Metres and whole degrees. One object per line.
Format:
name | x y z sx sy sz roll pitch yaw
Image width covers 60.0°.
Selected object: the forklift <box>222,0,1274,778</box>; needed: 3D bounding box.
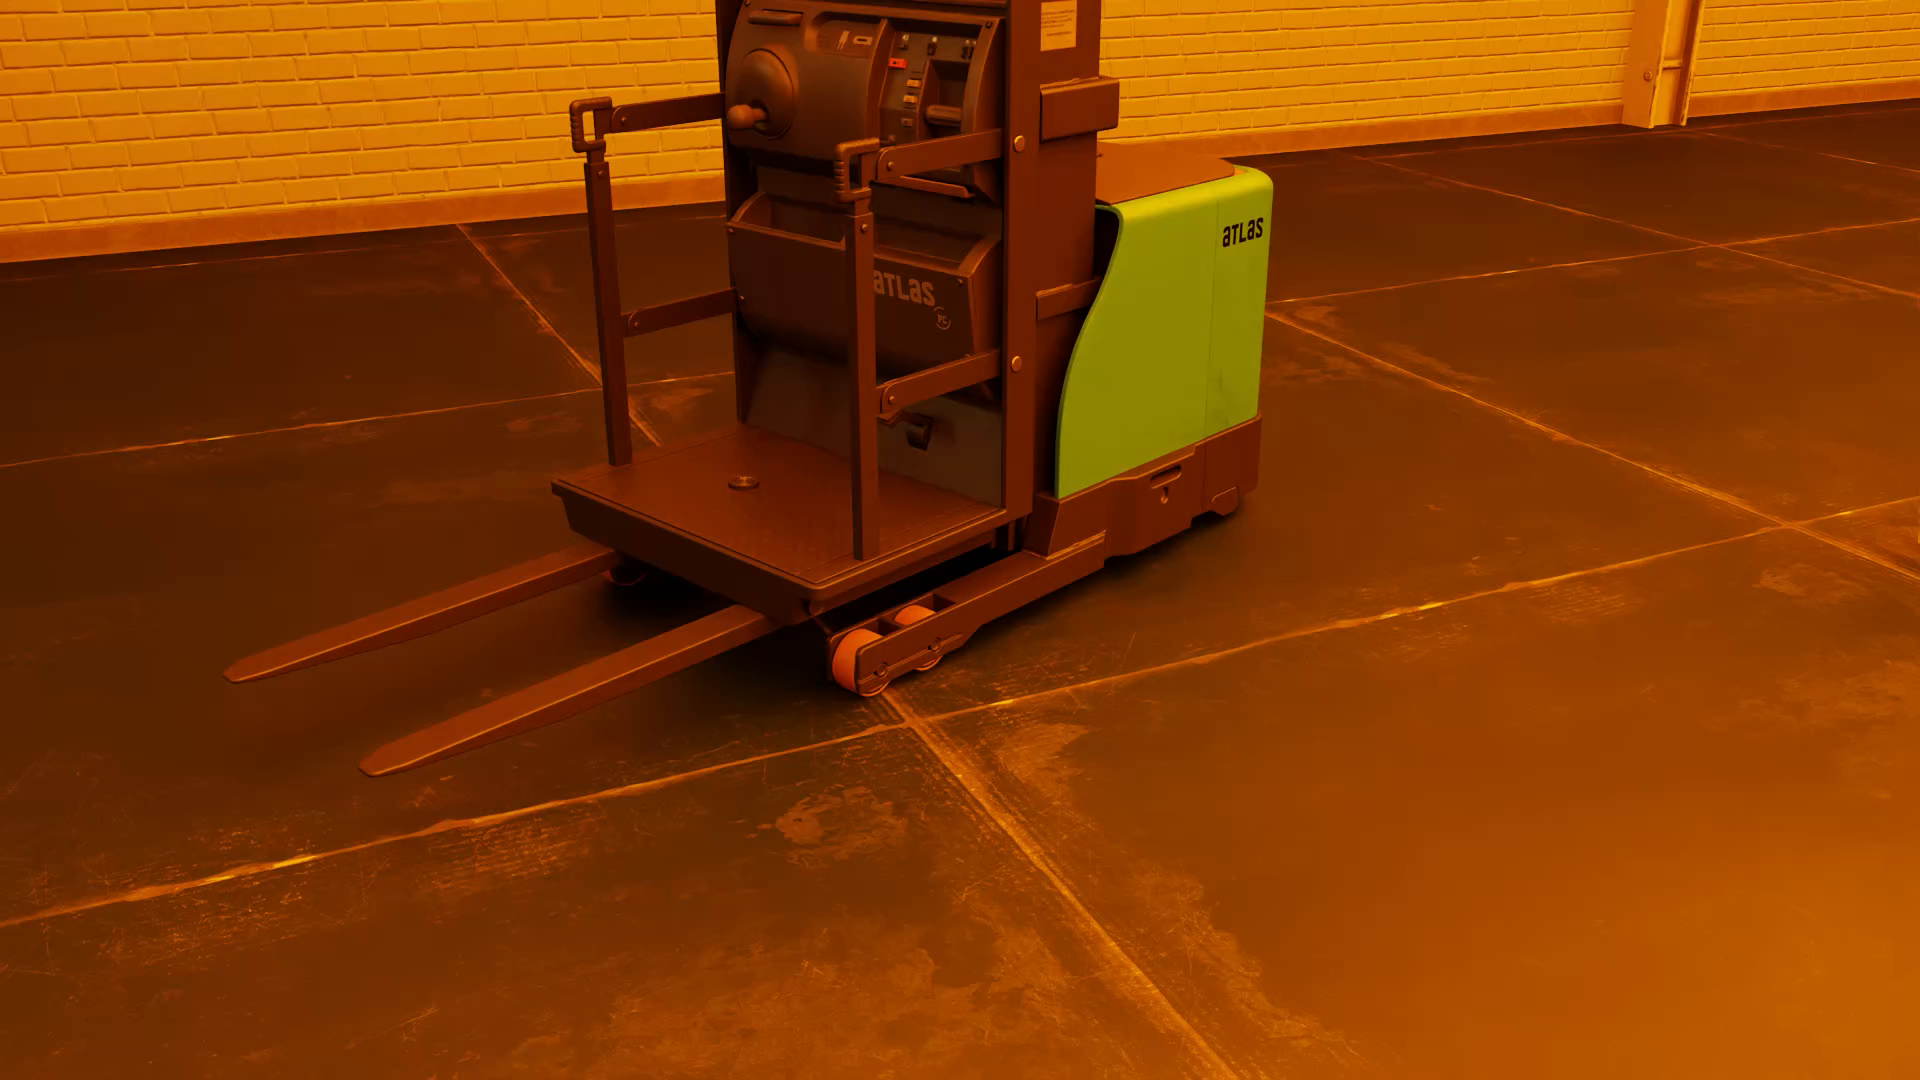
forklift | -0.413 -1.182 4.131 1.130 2.935 3.031 19 29 39
